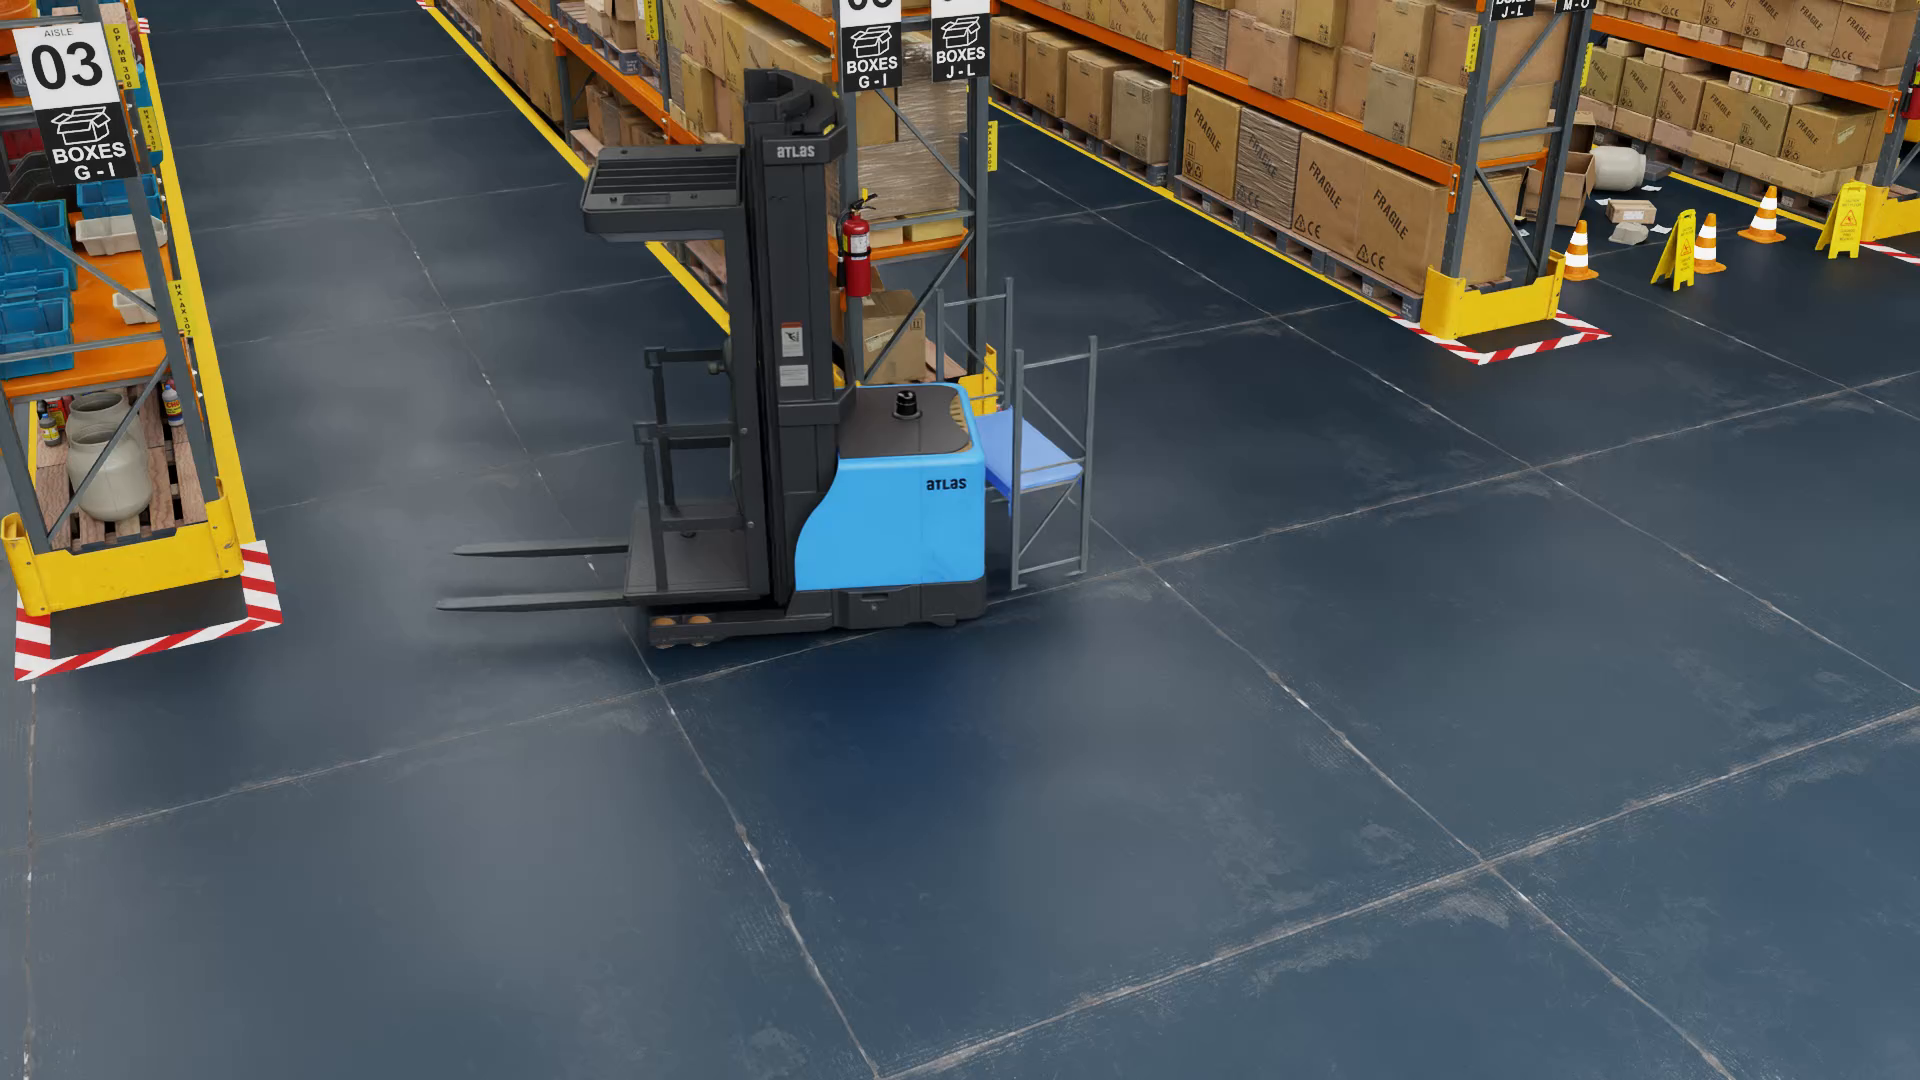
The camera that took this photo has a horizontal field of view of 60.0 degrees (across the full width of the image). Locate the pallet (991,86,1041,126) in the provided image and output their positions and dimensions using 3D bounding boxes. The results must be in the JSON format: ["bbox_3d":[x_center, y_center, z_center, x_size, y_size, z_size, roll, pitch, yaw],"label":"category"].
[{"bbox_3d":[1.065,-5.027,18.972,1.003,0.211,1.213,-13,32,-22],"label":"pallet"}]

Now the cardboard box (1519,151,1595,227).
[{"bbox_3d":[5.616,-3.313,15.617,0.637,0.503,0.797,13,32,21],"label":"cardboard box"}]

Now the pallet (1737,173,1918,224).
[{"bbox_3d":[8.307,-3.341,15.966,1.003,0.211,1.213,-13,32,-22],"label":"pallet"}]

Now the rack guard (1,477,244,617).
[{"bbox_3d":[-4.842,0.030,9.659,1.175,0.500,0.348,-13,32,-22],"label":"rack guard"}]

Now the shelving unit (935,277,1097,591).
[{"bbox_3d":[0.303,-0.641,9.830,0.538,1.500,1.048,-13,32,-22],"label":"shelving unit"}]

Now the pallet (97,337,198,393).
[{"bbox_3d":[-6.234,-1.282,12.294,1.003,0.211,1.213,-13,32,-22],"label":"pallet"}]

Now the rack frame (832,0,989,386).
[{"bbox_3d":[-0.294,-2.077,10.860,1.000,3.000,0.127,-13,32,-22],"label":"rack frame"}]

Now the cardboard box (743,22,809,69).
[{"bbox_3d":[-1.185,-3.319,11.645,0.500,0.500,0.500,-13,32,-22],"label":"cardboard box"}]

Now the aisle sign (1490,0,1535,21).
[{"bbox_3d":[3.989,-4.113,11.834,0.394,0.787,0.004,-13,32,-22],"label":"aisle sign"}]

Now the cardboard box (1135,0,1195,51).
[{"bbox_3d":[2.047,-5.059,16.075,0.500,0.500,0.500,-13,32,-22],"label":"cardboard box"}]

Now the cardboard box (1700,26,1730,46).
[{"bbox_3d":[7.459,-4.936,16.216,0.380,0.149,0.250,-13,32,-22],"label":"cardboard box"}]

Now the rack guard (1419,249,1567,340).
[{"bbox_3d":[4.240,-1.973,13.230,1.175,0.500,0.348,-13,32,-22],"label":"rack guard"}]

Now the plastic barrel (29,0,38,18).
[{"bbox_3d":[-5.371,-3.087,8.973,0.600,0.588,0.600,0,29,0],"label":"plastic barrel"}]

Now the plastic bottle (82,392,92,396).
[{"bbox_3d":[-6.126,-1.135,11.515,0.152,0.276,0.135,-13,32,-22],"label":"plastic bottle"}]

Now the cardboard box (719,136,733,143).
[{"bbox_3d":[-1.631,-3.029,12.815,0.380,0.149,0.250,-13,32,-22],"label":"cardboard box"}]

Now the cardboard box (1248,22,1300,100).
[{"bbox_3d":[3.063,-4.244,14.572,0.875,0.550,0.550,-13,32,-22],"label":"cardboard box"}]

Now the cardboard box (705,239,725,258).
[{"bbox_3d":[-1.875,-2.752,14.190,0.500,0.500,0.500,-14,32,-23],"label":"cardboard box"}]

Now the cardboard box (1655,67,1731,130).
[{"bbox_3d":[7.410,-4.455,16.716,0.500,0.500,0.500,-11,31,-19],"label":"cardboard box"}]

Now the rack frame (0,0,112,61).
[{"bbox_3d":[-4.767,-3.654,7.538,1.000,3.000,0.127,-13,32,-22],"label":"rack frame"}]

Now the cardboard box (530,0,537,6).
[{"bbox_3d":[-4.372,-6.042,17.828,0.500,0.500,0.500,-13,32,-22],"label":"cardboard box"}]

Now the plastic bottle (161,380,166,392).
[{"bbox_3d":[-5.411,-1.057,11.380,0.097,0.271,0.097,0,29,0],"label":"plastic bottle"}]

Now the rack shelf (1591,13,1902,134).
[{"bbox_3d":[7.798,-4.727,16.322,1.077,0.370,4.000,-13,32,-22],"label":"rack shelf"}]

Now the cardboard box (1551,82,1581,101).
[{"bbox_3d":[6.712,-5.193,18.674,0.950,0.372,0.625,-13,32,-21],"label":"cardboard box"}]

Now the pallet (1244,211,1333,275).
[{"bbox_3d":[3.296,-2.732,14.880,1.003,0.211,1.213,-13,32,-22],"label":"pallet"}]

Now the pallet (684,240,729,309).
[{"bbox_3d":[-1.691,-2.338,14.177,1.003,0.211,1.213,-13,32,-22],"label":"pallet"}]

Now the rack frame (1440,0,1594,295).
[{"bbox_3d":[4.229,-3.074,12.638,1.000,3.000,0.127,-13,32,-22],"label":"rack frame"}]

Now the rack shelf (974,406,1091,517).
[{"bbox_3d":[0.303,-0.484,9.918,0.538,0.185,1.000,-13,32,-22],"label":"rack shelf"}]

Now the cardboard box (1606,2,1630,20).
[{"bbox_3d":[6.940,-5.508,17.235,0.380,0.149,0.250,-12,31,-21],"label":"cardboard box"}]

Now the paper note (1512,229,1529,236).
[{"bbox_3d":[5.107,-2.809,15.202,0.144,0.017,0.142,-3,29,-5],"label":"paper note"}]

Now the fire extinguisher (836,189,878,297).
[{"bbox_3d":[-0.661,-1.896,10.616,0.296,0.674,0.183,-13,32,-22],"label":"fire extinguisher"}]

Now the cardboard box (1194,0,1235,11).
[{"bbox_3d":[2.639,-5.207,15.184,0.875,0.550,0.550,-13,32,-22],"label":"cardboard box"}]

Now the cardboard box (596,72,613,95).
[{"bbox_3d":[-3.413,-4.750,16.966,0.500,0.250,0.500,-12,31,-20],"label":"cardboard box"}]

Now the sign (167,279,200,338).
[{"bbox_3d":[-4.268,-1.271,9.140,0.100,0.325,0.005,-13,32,-22],"label":"sign"}]

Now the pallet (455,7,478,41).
[{"bbox_3d":[-6.229,-7.053,22.586,1.003,0.211,1.213,-13,32,-22],"label":"pallet"}]

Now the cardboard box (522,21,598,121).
[{"bbox_3d":[-4.006,-5.176,18.130,1.225,0.875,0.875,-15,32,-24],"label":"cardboard box"}]

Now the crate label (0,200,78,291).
[{"bbox_3d":[-5.801,-1.809,10.345,0.502,0.435,0.616,-13,32,-22],"label":"crate label"}]

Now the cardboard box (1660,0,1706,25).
[{"bbox_3d":[7.317,-5.404,16.386,0.500,0.500,0.500,-13,32,-22],"label":"cardboard box"}]

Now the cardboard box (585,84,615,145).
[{"bbox_3d":[-3.422,-4.421,17.145,0.700,0.500,0.500,-15,33,-25],"label":"cardboard box"}]

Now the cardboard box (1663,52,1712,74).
[{"bbox_3d":[7.289,-4.788,16.647,0.380,0.149,0.250,-11,31,-19],"label":"cardboard box"}]

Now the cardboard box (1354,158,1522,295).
[{"bbox_3d":[3.879,-2.616,13.564,0.875,0.875,0.875,-13,32,-22],"label":"cardboard box"}]

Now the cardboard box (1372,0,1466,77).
[{"bbox_3d":[3.786,-4.006,13.042,0.875,0.550,0.550,-13,32,-22],"label":"cardboard box"}]

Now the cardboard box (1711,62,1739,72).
[{"bbox_3d":[7.876,-4.581,16.941,0.500,0.500,0.500,-11,31,-19],"label":"cardboard box"}]

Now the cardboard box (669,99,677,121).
[{"bbox_3d":[-2.190,-3.576,13.790,0.380,0.149,0.250,-13,32,-22],"label":"cardboard box"}]

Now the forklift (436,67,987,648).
[{"bbox_3d":[-1.403,-0.954,8.928,3.031,2.935,1.130,-3,29,-6],"label":"forklift"}]

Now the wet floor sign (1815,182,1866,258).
[{"bbox_3d":[7.772,-2.822,14.596,0.267,0.644,0.232,-3,29,-5],"label":"wet floor sign"}]

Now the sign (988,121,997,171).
[{"bbox_3d":[0.196,-2.569,10.851,0.100,0.325,0.005,-13,32,-22],"label":"sign"}]

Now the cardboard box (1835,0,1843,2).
[{"bbox_3d":[8.030,-5.172,14.951,0.700,0.500,0.500,-13,32,-22],"label":"cardboard box"}]

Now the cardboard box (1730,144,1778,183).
[{"bbox_3d":[7.851,-3.673,16.088,0.500,0.250,0.500,-13,32,-22],"label":"cardboard box"}]

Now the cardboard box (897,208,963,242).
[{"bbox_3d":[-0.201,-2.143,11.235,0.380,0.149,0.250,-13,32,-22],"label":"cardboard box"}]

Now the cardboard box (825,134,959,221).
[{"bbox_3d":[-0.505,-2.499,11.206,0.875,0.500,0.500,-13,32,-22],"label":"cardboard box"}]

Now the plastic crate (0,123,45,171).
[{"bbox_3d":[-6.968,-2.981,12.408,0.402,0.464,0.583,-13,32,-22],"label":"plastic crate"}]

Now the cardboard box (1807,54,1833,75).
[{"bbox_3d":[8.003,-4.375,15.215,0.380,0.149,0.250,-14,32,-23],"label":"cardboard box"}]
